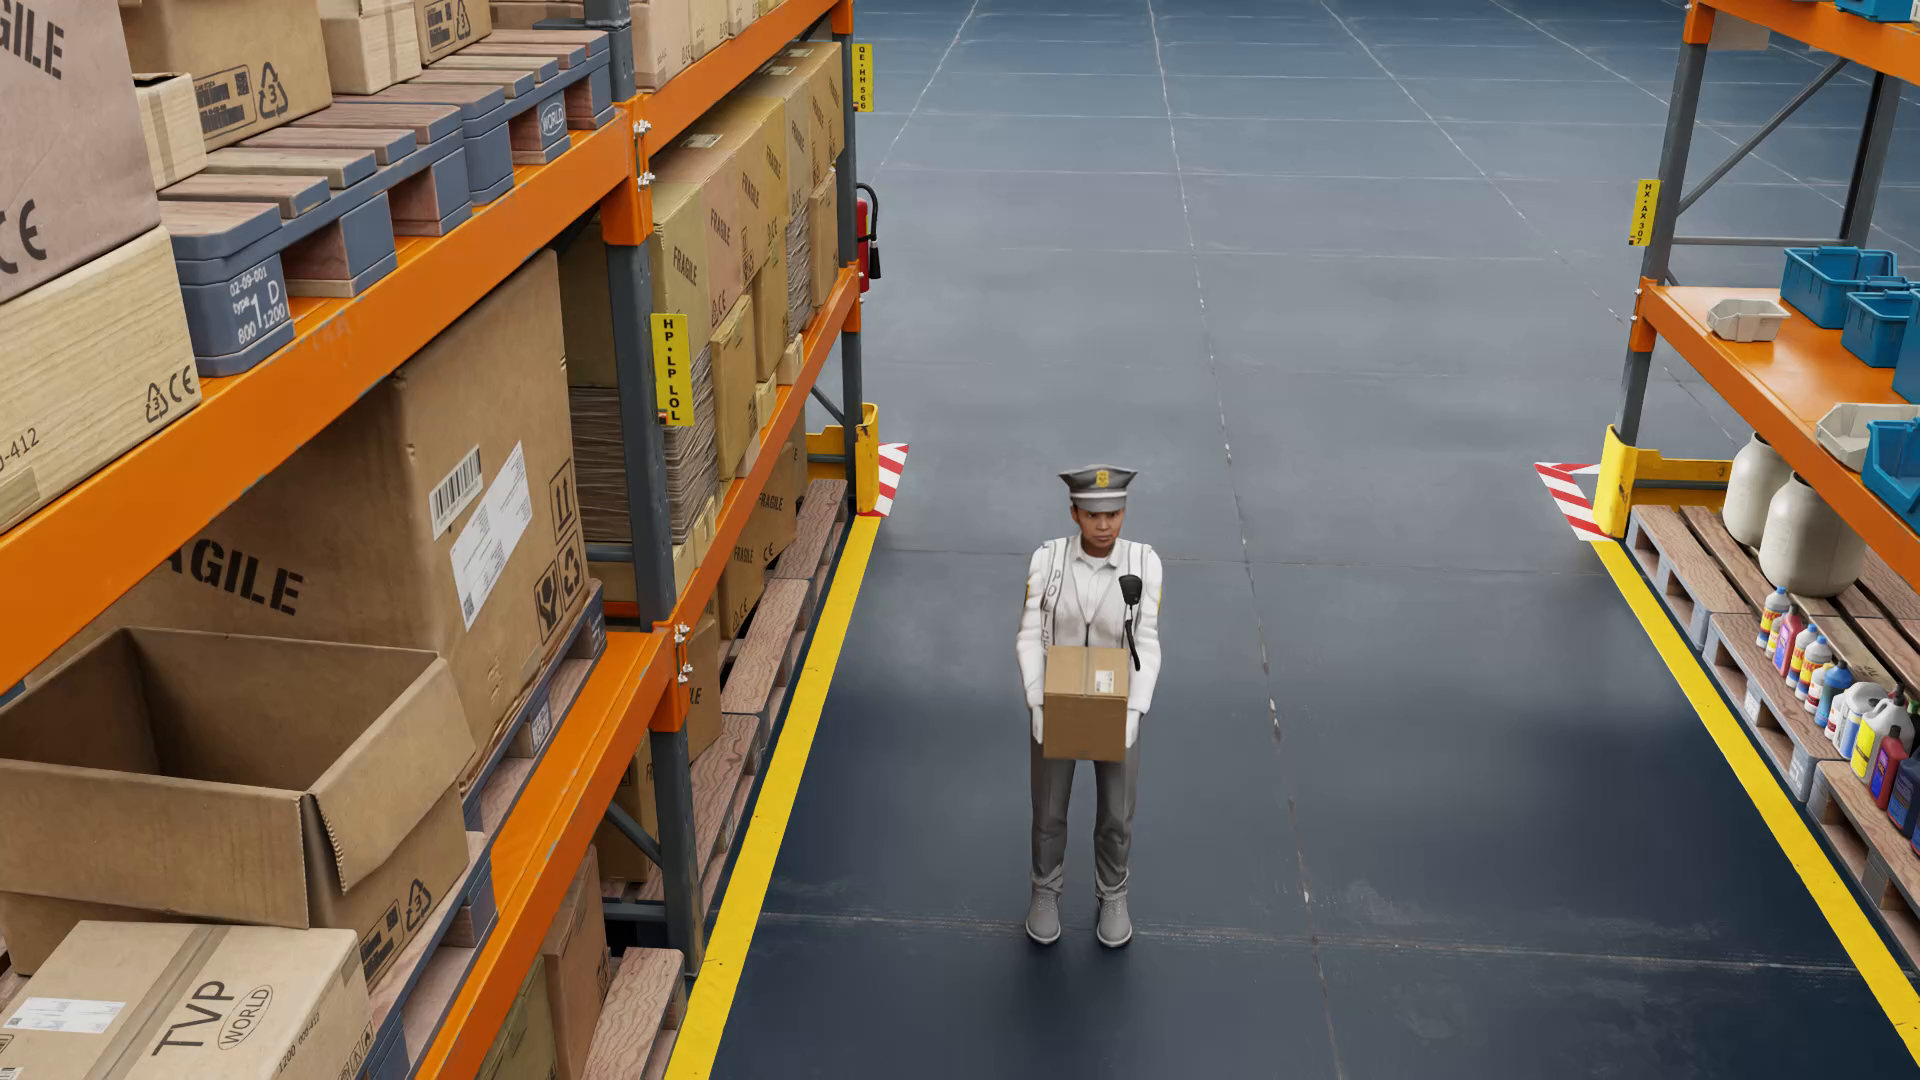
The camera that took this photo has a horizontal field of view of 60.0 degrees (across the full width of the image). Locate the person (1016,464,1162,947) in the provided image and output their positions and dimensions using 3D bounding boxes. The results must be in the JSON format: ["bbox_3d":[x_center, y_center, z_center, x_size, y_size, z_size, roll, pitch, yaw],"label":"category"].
[{"bbox_3d":[0.403,0.567,5.345,0.459,1.688,0.543,2,25,5],"label":"person"}]
